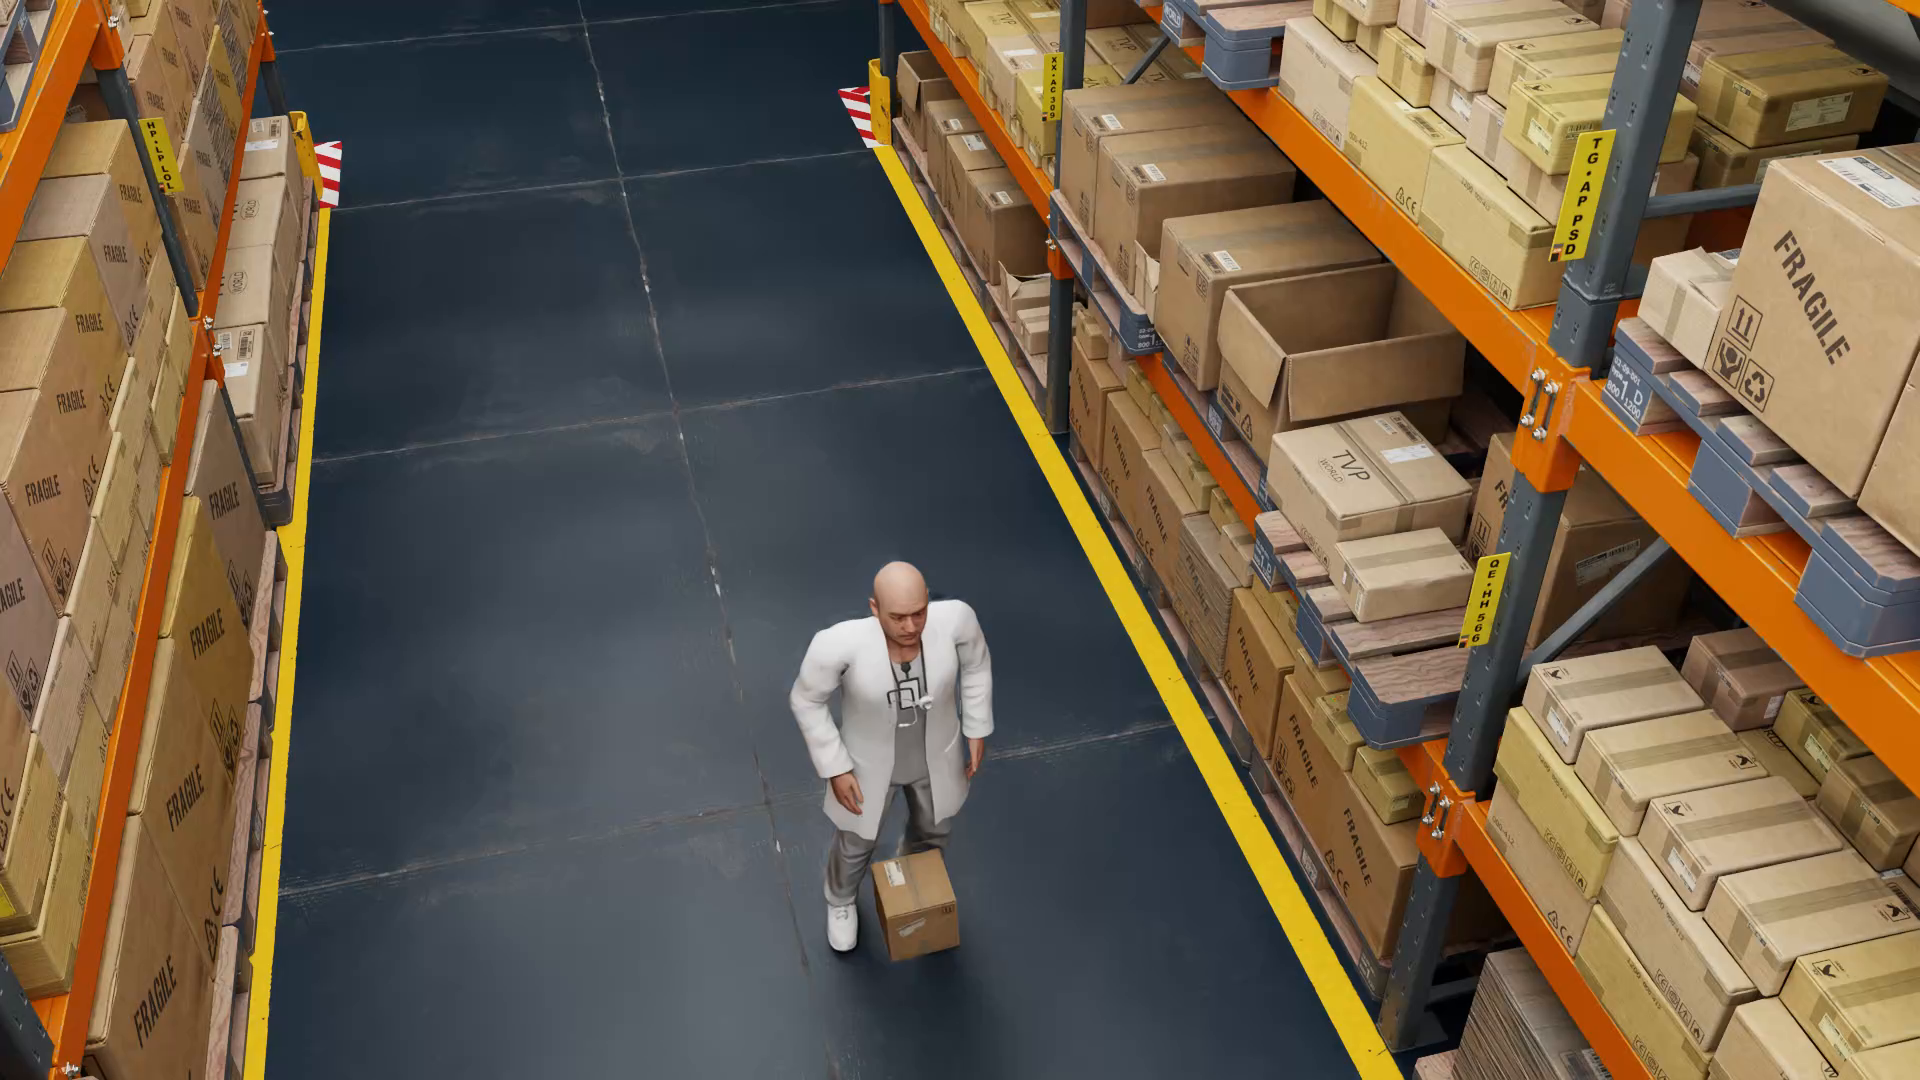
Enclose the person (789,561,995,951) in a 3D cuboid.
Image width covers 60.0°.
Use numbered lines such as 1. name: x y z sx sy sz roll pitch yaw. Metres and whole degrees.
1. person: -0.228 0.729 5.793 0.709 1.755 0.484 -10 39 -13
